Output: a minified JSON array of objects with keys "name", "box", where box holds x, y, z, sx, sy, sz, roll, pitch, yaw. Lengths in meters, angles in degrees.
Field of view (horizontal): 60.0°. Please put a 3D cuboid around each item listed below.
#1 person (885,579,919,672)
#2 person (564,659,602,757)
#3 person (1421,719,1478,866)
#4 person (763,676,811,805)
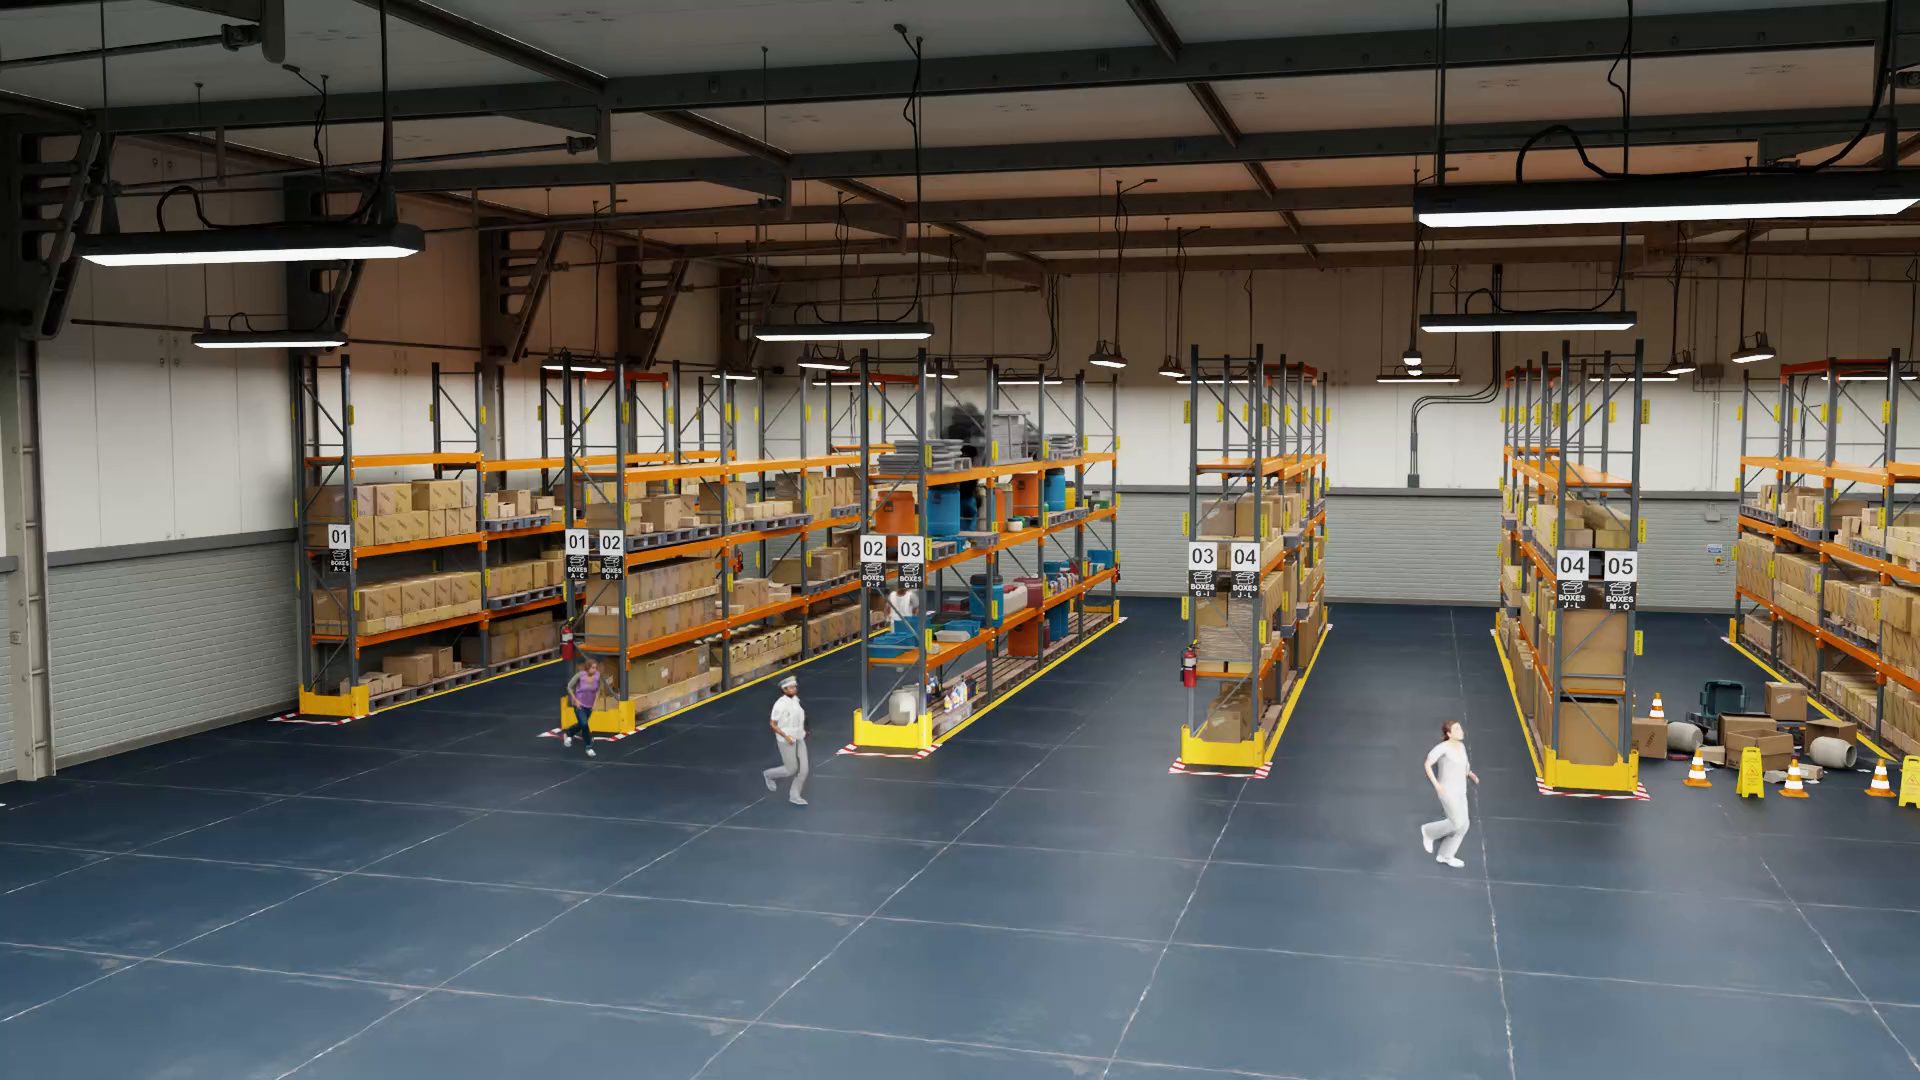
[{"name":"person","box":[-1.076,1.550,30.644,0.685,1.751,0.605,1,4,16]},{"name":"person","box":[-5.593,2.451,24.556,0.526,1.489,0.908,-3,5,-38]},{"name":"person","box":[5.463,2.813,18.509,0.593,1.619,0.576,-3,5,-35]},{"name":"person","box":[-2.220,2.569,21.486,0.647,1.660,0.588,3,5,35]}]
